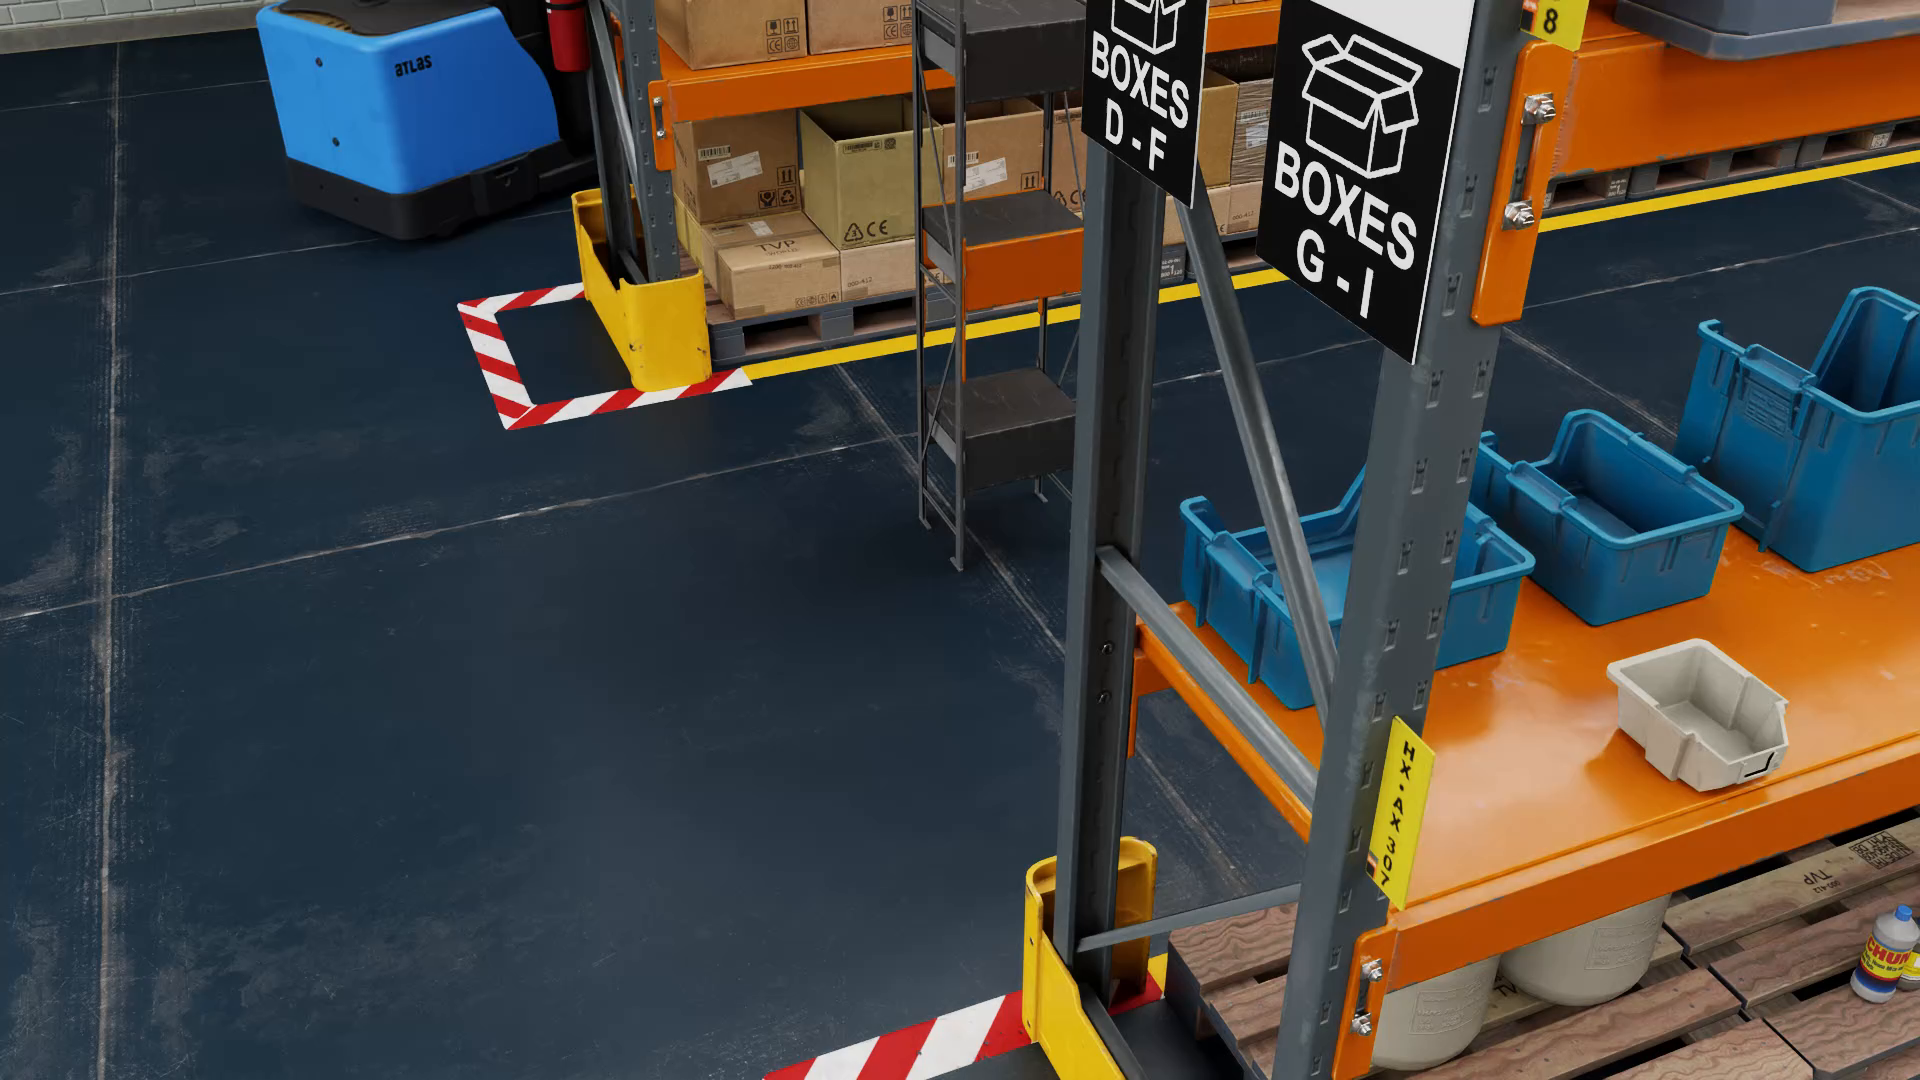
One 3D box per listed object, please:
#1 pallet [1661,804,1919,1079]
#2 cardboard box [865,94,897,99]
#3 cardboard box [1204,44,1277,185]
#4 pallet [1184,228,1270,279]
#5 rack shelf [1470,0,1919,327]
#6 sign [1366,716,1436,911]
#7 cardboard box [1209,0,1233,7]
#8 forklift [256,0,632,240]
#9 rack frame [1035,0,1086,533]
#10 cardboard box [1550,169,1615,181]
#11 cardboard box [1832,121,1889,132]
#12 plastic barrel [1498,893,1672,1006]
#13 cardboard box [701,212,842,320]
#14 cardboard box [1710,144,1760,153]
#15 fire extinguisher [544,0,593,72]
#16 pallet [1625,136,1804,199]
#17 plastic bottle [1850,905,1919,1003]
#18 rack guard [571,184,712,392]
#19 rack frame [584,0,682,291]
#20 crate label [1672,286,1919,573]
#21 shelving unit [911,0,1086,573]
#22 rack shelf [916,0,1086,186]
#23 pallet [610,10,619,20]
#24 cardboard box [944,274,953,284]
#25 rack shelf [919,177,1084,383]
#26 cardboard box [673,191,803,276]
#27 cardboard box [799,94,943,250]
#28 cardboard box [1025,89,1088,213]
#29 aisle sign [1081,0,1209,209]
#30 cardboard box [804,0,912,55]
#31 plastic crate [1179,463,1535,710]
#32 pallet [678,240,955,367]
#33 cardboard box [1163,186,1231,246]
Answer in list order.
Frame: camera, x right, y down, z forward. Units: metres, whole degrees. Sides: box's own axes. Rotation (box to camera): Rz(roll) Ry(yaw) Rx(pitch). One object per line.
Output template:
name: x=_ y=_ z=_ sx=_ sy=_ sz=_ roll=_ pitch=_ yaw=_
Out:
pallet: x=2.400 y=0.972 z=4.563 sx=1.213 sy=0.211 sz=1.003 roll=-13 pitch=35 yaw=-19
cardboard box: x=-0.145 y=-2.044 z=8.089 sx=0.500 sy=0.500 sz=0.500 roll=-13 pitch=35 yaw=-19
cardboard box: x=1.440 y=-2.099 z=8.175 sx=0.500 sy=0.500 sz=0.500 roll=-13 pitch=35 yaw=-19
pallet: x=1.499 y=-1.754 z=8.751 sx=1.213 sy=0.211 sz=1.003 roll=-13 pitch=35 yaw=-19
rack shelf: x=2.318 y=-1.111 z=3.116 sx=4.000 sy=0.370 sz=1.077 roll=-13 pitch=35 yaw=-19
sign: x=0.683 y=0.429 z=2.587 sx=0.005 sy=0.325 sz=0.100 roll=-13 pitch=35 yaw=-19
cardboard box: x=0.893 y=-2.796 z=7.704 sx=0.500 sy=0.500 sz=0.700 roll=-12 pitch=35 yaw=-18
forklift: x=-2.300 y=-3.502 z=8.945 sx=1.130 sy=2.935 sz=3.031 roll=23 pitch=39 yaw=31
rack frame: x=0.378 y=-0.967 z=5.810 sx=0.015 sy=2.100 sz=0.400 roll=-13 pitch=35 yaw=-19
cardboard box: x=3.188 y=-2.160 z=8.956 sx=0.500 sy=0.250 sz=0.500 roll=-12 pitch=35 yaw=-18
cardboard box: x=5.072 y=-2.593 z=9.621 sx=0.500 sy=0.250 sz=0.500 roll=-13 pitch=35 yaw=-19
plastic barrel: x=1.513 y=0.851 z=4.088 sx=0.421 sy=0.512 sz=0.421 roll=0 pitch=33 yaw=0
cardboard box: x=-0.860 y=-1.249 z=7.556 sx=0.500 sy=0.250 sz=0.500 roll=-13 pitch=35 yaw=-19
cardboard box: x=4.134 y=-2.378 z=9.291 sx=0.500 sy=0.250 sz=0.500 roll=-12 pitch=35 yaw=-18
fire extinguisher: x=-1.729 y=-2.401 z=7.260 sx=0.183 sy=0.674 sz=0.296 roll=-13 pitch=35 yaw=-19
pallet: x=4.039 y=-2.335 z=9.645 sx=1.213 sy=0.211 sz=1.003 roll=-13 pitch=35 yaw=-19
plastic bottle: x=2.266 y=1.000 z=4.061 sx=0.097 sy=0.271 sz=0.097 roll=0 pitch=33 yaw=0
rack guard: x=-1.462 y=-1.172 z=7.592 sx=0.348 sy=0.500 sz=1.175 roll=-13 pitch=35 yaw=-19
rack frame: x=-1.440 y=-2.225 z=6.919 sx=0.127 sy=3.000 sz=1.000 roll=-13 pitch=35 yaw=-19
crate label: x=2.066 y=-0.272 z=3.886 sx=0.616 sy=0.435 sz=0.502 roll=-13 pitch=35 yaw=-19
shelving unit: x=0.153 y=-0.915 z=5.731 sx=0.503 sy=2.100 sz=0.431 roll=-13 pitch=35 yaw=-19
rack shelf: x=0.153 y=-1.490 z=5.357 sx=0.480 sy=0.518 sz=0.431 roll=-13 pitch=35 yaw=-19
pallet: x=-2.528 y=-3.716 z=11.767 sx=1.213 sy=0.211 sz=1.003 roll=-13 pitch=35 yaw=-19
cardboard box: x=0.061 y=-1.462 z=7.883 sx=0.500 sy=0.250 sz=0.500 roll=-13 pitch=35 yaw=-19
rack shelf: x=0.153 y=-0.904 z=5.738 sx=0.480 sy=0.518 sz=0.431 roll=-13 pitch=35 yaw=-19
cardboard box: x=-1.060 y=-1.510 z=7.956 sx=0.500 sy=0.250 sz=0.500 roll=-13 pitch=35 yaw=-19
cardboard box: x=-0.399 y=-1.670 z=7.515 sx=0.500 sy=0.500 sz=0.500 roll=-13 pitch=35 yaw=-19
cardboard box: x=0.525 y=-1.879 z=7.836 sx=0.500 sy=0.500 sz=0.500 roll=-13 pitch=35 yaw=-19
aisle sign: x=0.293 y=-0.957 z=2.586 sx=0.004 sy=0.787 sz=0.394 roll=-13 pitch=35 yaw=-19
cardboard box: x=-0.522 y=-2.472 z=7.207 sx=0.500 sy=0.500 sz=0.700 roll=-12 pitch=35 yaw=-18
plastic crate: x=0.820 y=0.073 z=3.523 sx=0.616 sy=0.251 sz=0.499 roll=-13 pitch=35 yaw=-19
pallet: x=-0.751 y=-1.238 z=7.960 sx=1.213 sy=0.211 sz=1.003 roll=-13 pitch=35 yaw=-19
cardboard box: x=0.985 y=-1.671 z=8.204 sx=0.500 sy=0.250 sz=0.500 roll=-13 pitch=35 yaw=-19
